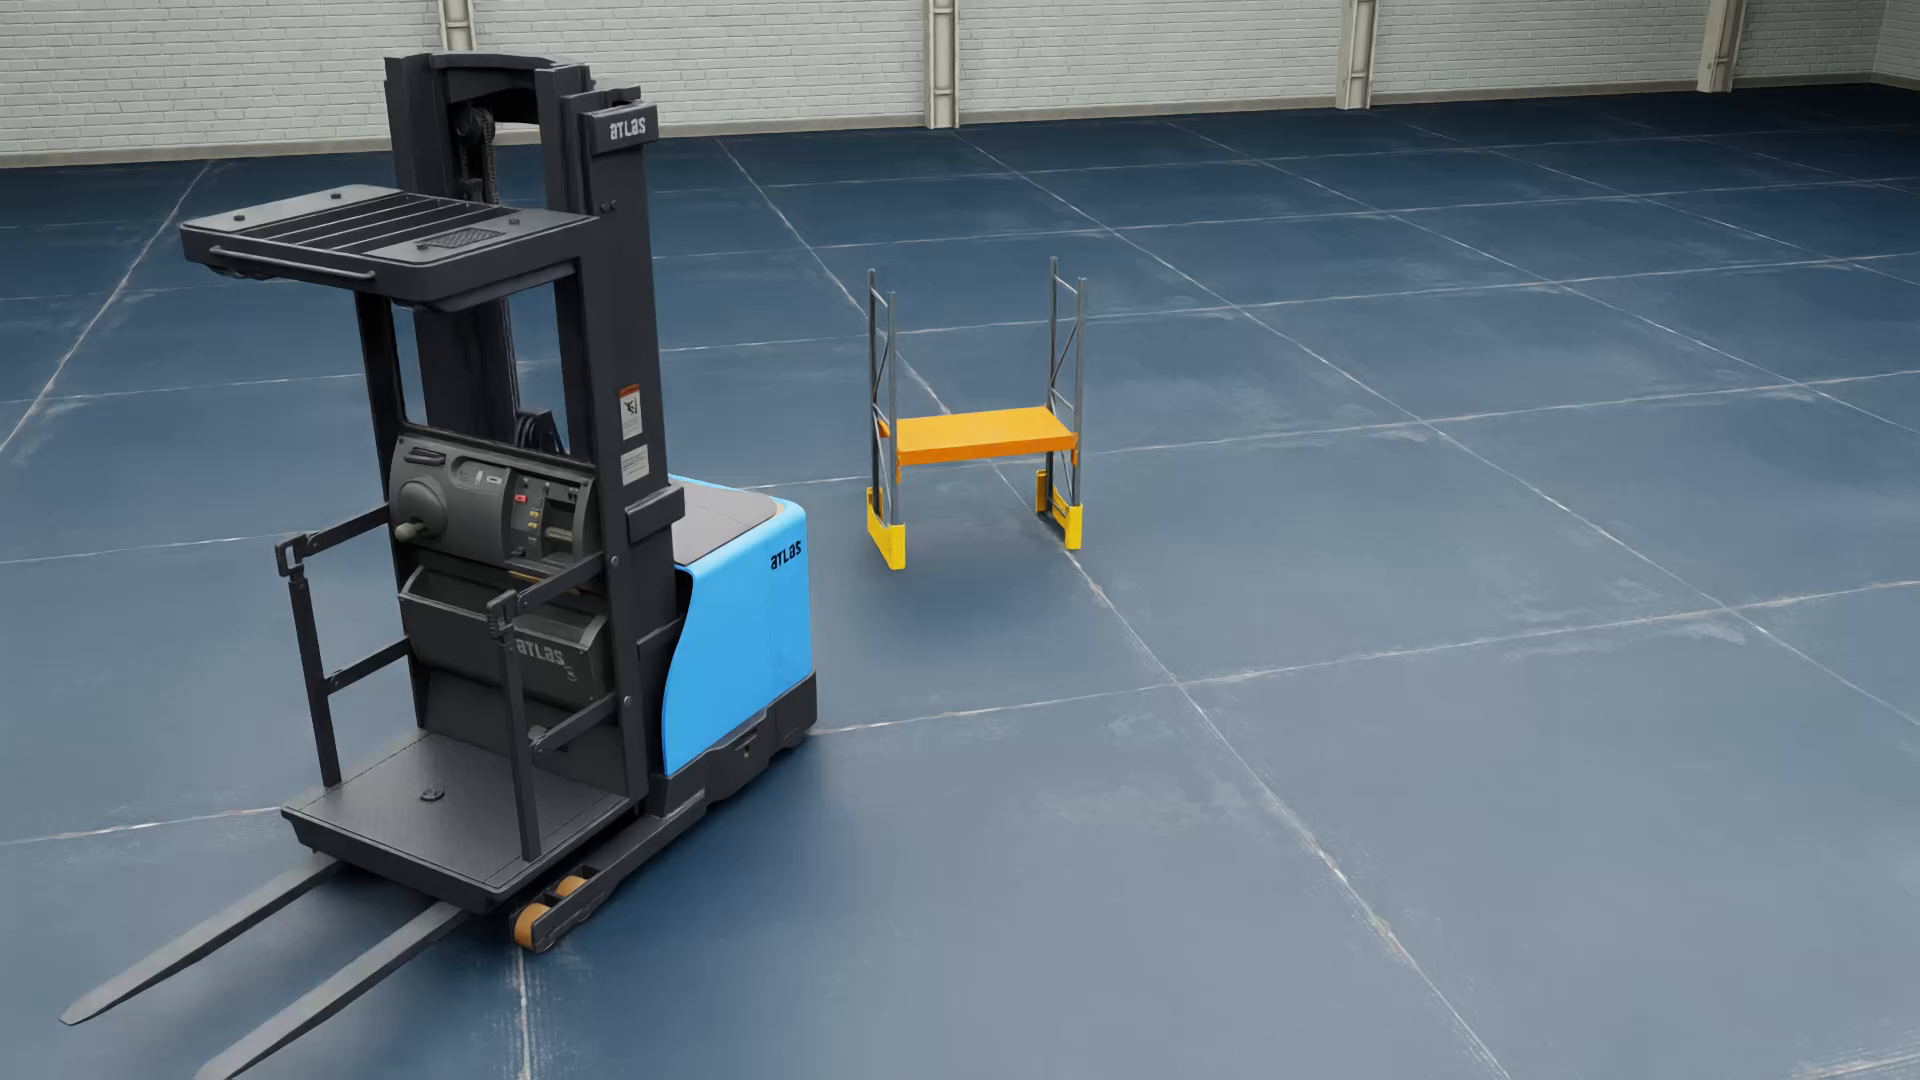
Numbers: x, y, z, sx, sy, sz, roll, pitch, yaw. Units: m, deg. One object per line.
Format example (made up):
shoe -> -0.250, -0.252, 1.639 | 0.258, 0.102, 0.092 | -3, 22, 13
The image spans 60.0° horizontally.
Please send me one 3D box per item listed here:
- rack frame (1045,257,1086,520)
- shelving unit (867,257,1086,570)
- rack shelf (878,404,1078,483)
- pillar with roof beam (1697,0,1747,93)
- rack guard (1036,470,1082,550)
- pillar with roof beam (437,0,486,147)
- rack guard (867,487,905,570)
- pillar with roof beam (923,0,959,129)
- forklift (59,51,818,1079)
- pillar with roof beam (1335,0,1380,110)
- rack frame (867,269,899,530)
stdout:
rack frame -> 0.572, -0.752, 9.102 | 0.032, 1.500, 0.500 | -6, 24, -14
shelving unit -> 0.073, -0.697, 8.973 | 1.083, 1.500, 0.587 | -6, 24, -14
rack shelf -> 0.082, -0.533, 9.046 | 1.000, 0.185, 0.538 | -6, 24, -14
pillar with roof beam -> 12.475, -9.247, 19.389 | 0.400, 9.000, 9.100 | -6, 24, -14
rack guard -> 0.553, -0.176, 9.343 | 0.087, 0.250, 0.587 | -6, 24, -14
pillar with roof beam -> -4.856, -7.330, 14.921 | 0.400, 9.000, 9.100 | -6, 24, -14
rack guard -> -0.406, -0.070, 9.096 | 0.087, 0.250, 0.587 | -6, 24, -14
pillar with roof beam -> 0.921, -7.969, 16.410 | 0.400, 9.000, 9.100 | -6, 24, -14
forklift -> -1.784, -0.100, 5.766 | 1.130, 2.935, 3.031 | 13, 26, 27
pillar with roof beam -> 6.698, -8.608, 17.900 | 0.400, 9.000, 9.100 | -6, 24, -14
rack frame -> -0.407, -0.644, 8.849 | 0.032, 1.500, 0.500 | -6, 24, -14
